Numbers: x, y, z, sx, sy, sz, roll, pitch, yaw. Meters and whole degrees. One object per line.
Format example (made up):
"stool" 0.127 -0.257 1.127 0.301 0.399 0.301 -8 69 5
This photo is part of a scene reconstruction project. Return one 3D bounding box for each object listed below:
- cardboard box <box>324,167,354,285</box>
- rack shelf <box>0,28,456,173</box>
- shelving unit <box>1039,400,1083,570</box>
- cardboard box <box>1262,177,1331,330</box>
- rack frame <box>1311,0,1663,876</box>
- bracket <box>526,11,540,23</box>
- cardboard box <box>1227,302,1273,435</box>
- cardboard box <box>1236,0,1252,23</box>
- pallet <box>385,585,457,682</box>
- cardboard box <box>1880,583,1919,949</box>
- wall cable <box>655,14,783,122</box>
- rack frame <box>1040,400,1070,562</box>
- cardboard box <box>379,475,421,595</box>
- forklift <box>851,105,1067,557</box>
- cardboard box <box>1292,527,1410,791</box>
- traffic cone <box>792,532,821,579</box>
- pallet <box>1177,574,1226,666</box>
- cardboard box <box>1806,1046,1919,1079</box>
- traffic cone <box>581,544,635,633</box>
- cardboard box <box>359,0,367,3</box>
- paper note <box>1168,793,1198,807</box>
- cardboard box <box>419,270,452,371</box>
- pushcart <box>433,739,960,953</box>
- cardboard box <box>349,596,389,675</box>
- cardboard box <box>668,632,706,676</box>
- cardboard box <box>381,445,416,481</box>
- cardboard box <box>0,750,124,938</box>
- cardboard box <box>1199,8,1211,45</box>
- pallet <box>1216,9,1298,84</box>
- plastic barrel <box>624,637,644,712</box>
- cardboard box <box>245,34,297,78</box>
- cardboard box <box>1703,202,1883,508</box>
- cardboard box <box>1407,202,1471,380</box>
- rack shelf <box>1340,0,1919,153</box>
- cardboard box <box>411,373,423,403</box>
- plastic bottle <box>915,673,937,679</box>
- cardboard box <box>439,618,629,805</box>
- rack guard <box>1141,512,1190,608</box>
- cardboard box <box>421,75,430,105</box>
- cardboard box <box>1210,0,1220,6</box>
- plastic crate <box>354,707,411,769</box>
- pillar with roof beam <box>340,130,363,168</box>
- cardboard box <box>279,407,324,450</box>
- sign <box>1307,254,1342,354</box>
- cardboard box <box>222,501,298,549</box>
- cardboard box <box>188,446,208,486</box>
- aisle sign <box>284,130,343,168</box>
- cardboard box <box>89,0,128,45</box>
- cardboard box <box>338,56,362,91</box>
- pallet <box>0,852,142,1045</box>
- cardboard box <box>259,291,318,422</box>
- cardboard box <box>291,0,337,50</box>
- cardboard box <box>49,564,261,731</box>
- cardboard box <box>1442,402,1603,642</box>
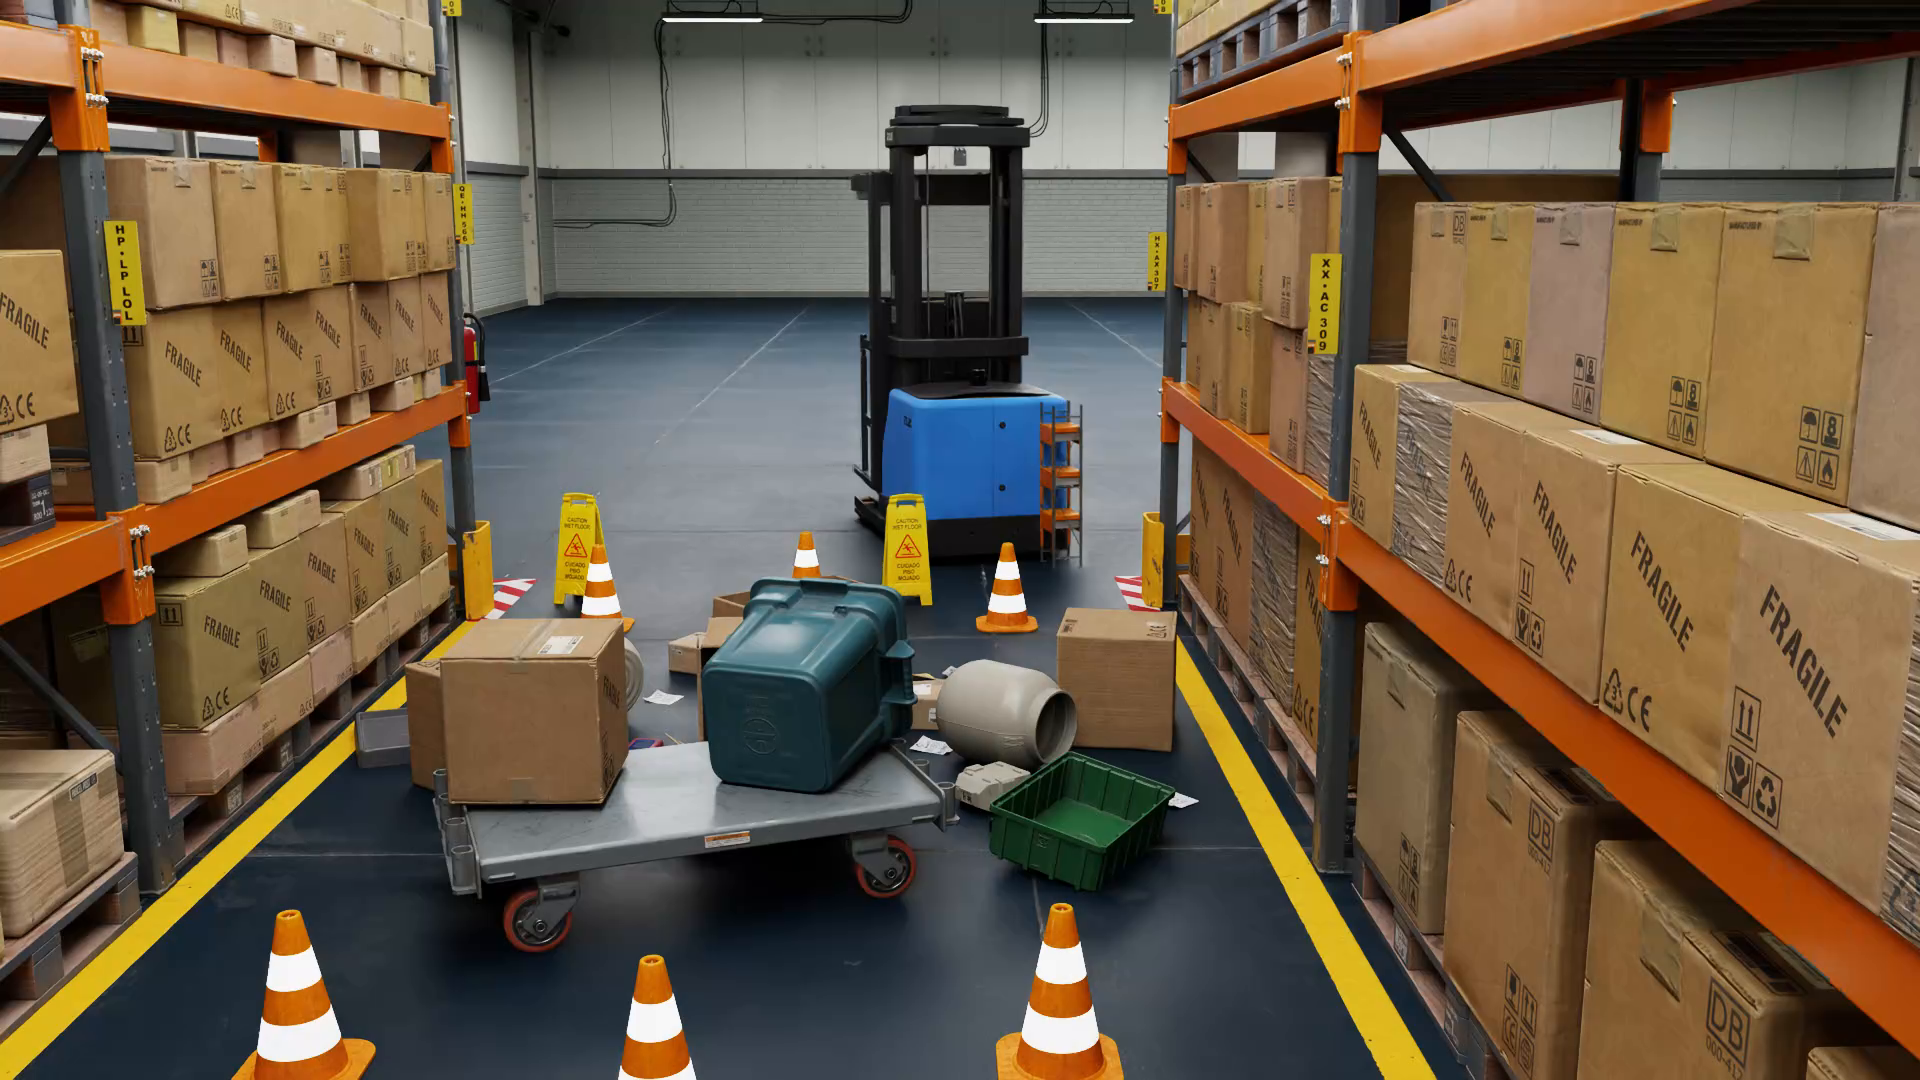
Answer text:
"cardboard box" -3.063 -1.351 7.162 0.700 0.500 0.500 0 11 -2
"rack shelf" -3.238 -1.789 7.096 1.077 0.370 4.000 0 11 -1
"shelving unit" 0.648 -0.353 10.650 0.215 1.050 0.252 -4 12 -15
"cardboard box" 1.649 -1.099 6.338 0.875 0.550 0.550 0 11 -1
"rack frame" 1.750 -0.314 5.562 1.000 3.000 0.127 0 11 -1
"bracket" -9.385 -11.492 36.518 0.235 0.232 0.430 0 11 -1
"cardboard box" 1.692 -0.783 7.496 0.875 0.550 0.500 0 11 -1
"cardboard box" 1.391 -2.290 7.083 0.380 0.149 0.250 0 11 -1
"pallet" -3.296 0.475 8.688 1.003 0.211 1.213 0 11 -1
"cardboard box" 1.555 0.344 2.069 0.500 0.500 0.500 0 11 -1
"wall cable" -5.783 -11.364 40.050 3.097 2.526 0.112 0 11 -1
"rack frame" 0.616 -0.376 10.765 0.200 1.050 0.008 -4 12 -15
"cardboard box" -2.988 -0.032 8.148 0.500 0.500 0.500 0 11 1
"forklift" -0.156 -1.570 11.925 1.130 2.935 3.031 -3 12 -14
"cardboard box" 1.807 0.396 6.349 0.875 0.875 0.875 0 11 0
"traffic cone" -0.878 0.183 9.495 0.336 0.463 0.334 0 11 -1
"pallet" 1.762 0.416 8.977 1.003 0.211 1.213 0 11 -1
"cardboard box" 1.910 1.257 2.423 1.050 0.750 0.750 0 11 -2
"traffic cone" -1.981 0.255 9.139 0.336 0.463 0.334 0 11 -1
"cardboard box" -3.033 -2.588 7.851 0.380 0.149 0.250 0 11 -1
"paper note" 0.831 1.011 6.498 0.147 0.020 0.142 -10 15 -40
"cardboard box" -2.993 -1.157 8.716 0.500 0.500 0.500 0 11 -2
"pushcart" -0.918 0.992 5.719 1.648 0.377 0.936 -4 12 -21
"cardboard box" -2.975 0.440 7.707 0.500 0.250 0.500 -1 11 -3
"cardboard box" -1.233 0.581 8.323 0.380 0.149 0.250 6 13 28
"cardboard box" -2.927 -0.381 8.237 0.380 0.149 0.250 0 11 0
"cardboard box" -3.183 0.913 5.068 0.950 0.372 0.625 0 11 0
"cardboard box" 1.370 -2.490 8.070 0.380 0.149 0.250 0 11 -1
"pallet" 1.721 -2.145 7.267 1.003 0.211 1.213 0 11 -1
"plastic barrel" -1.723 0.598 7.545 0.512 0.421 0.421 9 15 38
"cardboard box" -2.897 -1.940 6.665 0.380 0.149 0.250 0 11 -2
"cardboard box" 1.809 -0.350 2.972 0.700 0.500 0.500 0 11 -2
"cardboard box" 1.766 -0.754 4.966 0.700 0.500 0.500 0 11 -2
"rack shelf" 1.791 -1.034 3.376 1.077 0.370 4.000 0 11 -1
"cardboard box" -2.958 -0.771 8.447 0.380 0.149 0.250 0 11 -2
"plastic bottle" -0.156 0.703 7.939 0.133 0.061 0.283 -4 12 -21
"cardboard box" -1.418 0.567 5.601 0.500 0.500 0.500 0 11 -1
"rack guard" 1.667 0.111 9.753 1.175 0.500 0.348 0 11 -1
"cardboard box" -2.992 -2.346 8.665 0.380 0.149 0.250 0 11 -1
"cardboard box" 1.444 -2.608 7.647 0.500 0.250 0.500 0 11 -2
"plastic crate" -2.409 0.842 7.208 0.402 0.080 0.583 -4 12 -21
"pillar with roof beam" -5.197 -7.441 25.605 9.100 9.000 0.400 0 11 -1
"cardboard box" -2.900 -0.469 6.956 0.380 0.149 0.250 0 11 -1
"sign" 1.195 -0.774 5.455 0.100 0.325 0.005 0 11 -1
"cardboard box" -2.894 -0.063 6.666 0.380 0.149 0.250 0 11 1
"cardboard box" -2.940 -0.264 5.949 0.380 0.149 0.250 0 11 0
"aisle sign" -3.591 -2.354 9.078 0.394 0.787 0.004 0 11 -1
"cardboard box" -2.956 -1.684 5.403 0.380 0.149 0.250 0 11 -2
"cardboard box" -2.992 -2.143 7.668 0.380 0.149 0.250 0 11 -2
"pallet" -3.179 1.248 4.877 1.003 0.211 1.213 0 11 -1
"cardboard box" -2.958 -0.756 6.744 0.500 0.500 0.500 0 11 -2
"cardboard box" -2.962 -2.207 6.977 0.500 0.250 0.500 0 11 -1
"cardboard box" -2.939 0.382 6.103 0.500 0.500 0.500 0 11 2
"cardboard box" 1.511 -0.057 4.047 0.500 0.500 0.500 0 11 -1
